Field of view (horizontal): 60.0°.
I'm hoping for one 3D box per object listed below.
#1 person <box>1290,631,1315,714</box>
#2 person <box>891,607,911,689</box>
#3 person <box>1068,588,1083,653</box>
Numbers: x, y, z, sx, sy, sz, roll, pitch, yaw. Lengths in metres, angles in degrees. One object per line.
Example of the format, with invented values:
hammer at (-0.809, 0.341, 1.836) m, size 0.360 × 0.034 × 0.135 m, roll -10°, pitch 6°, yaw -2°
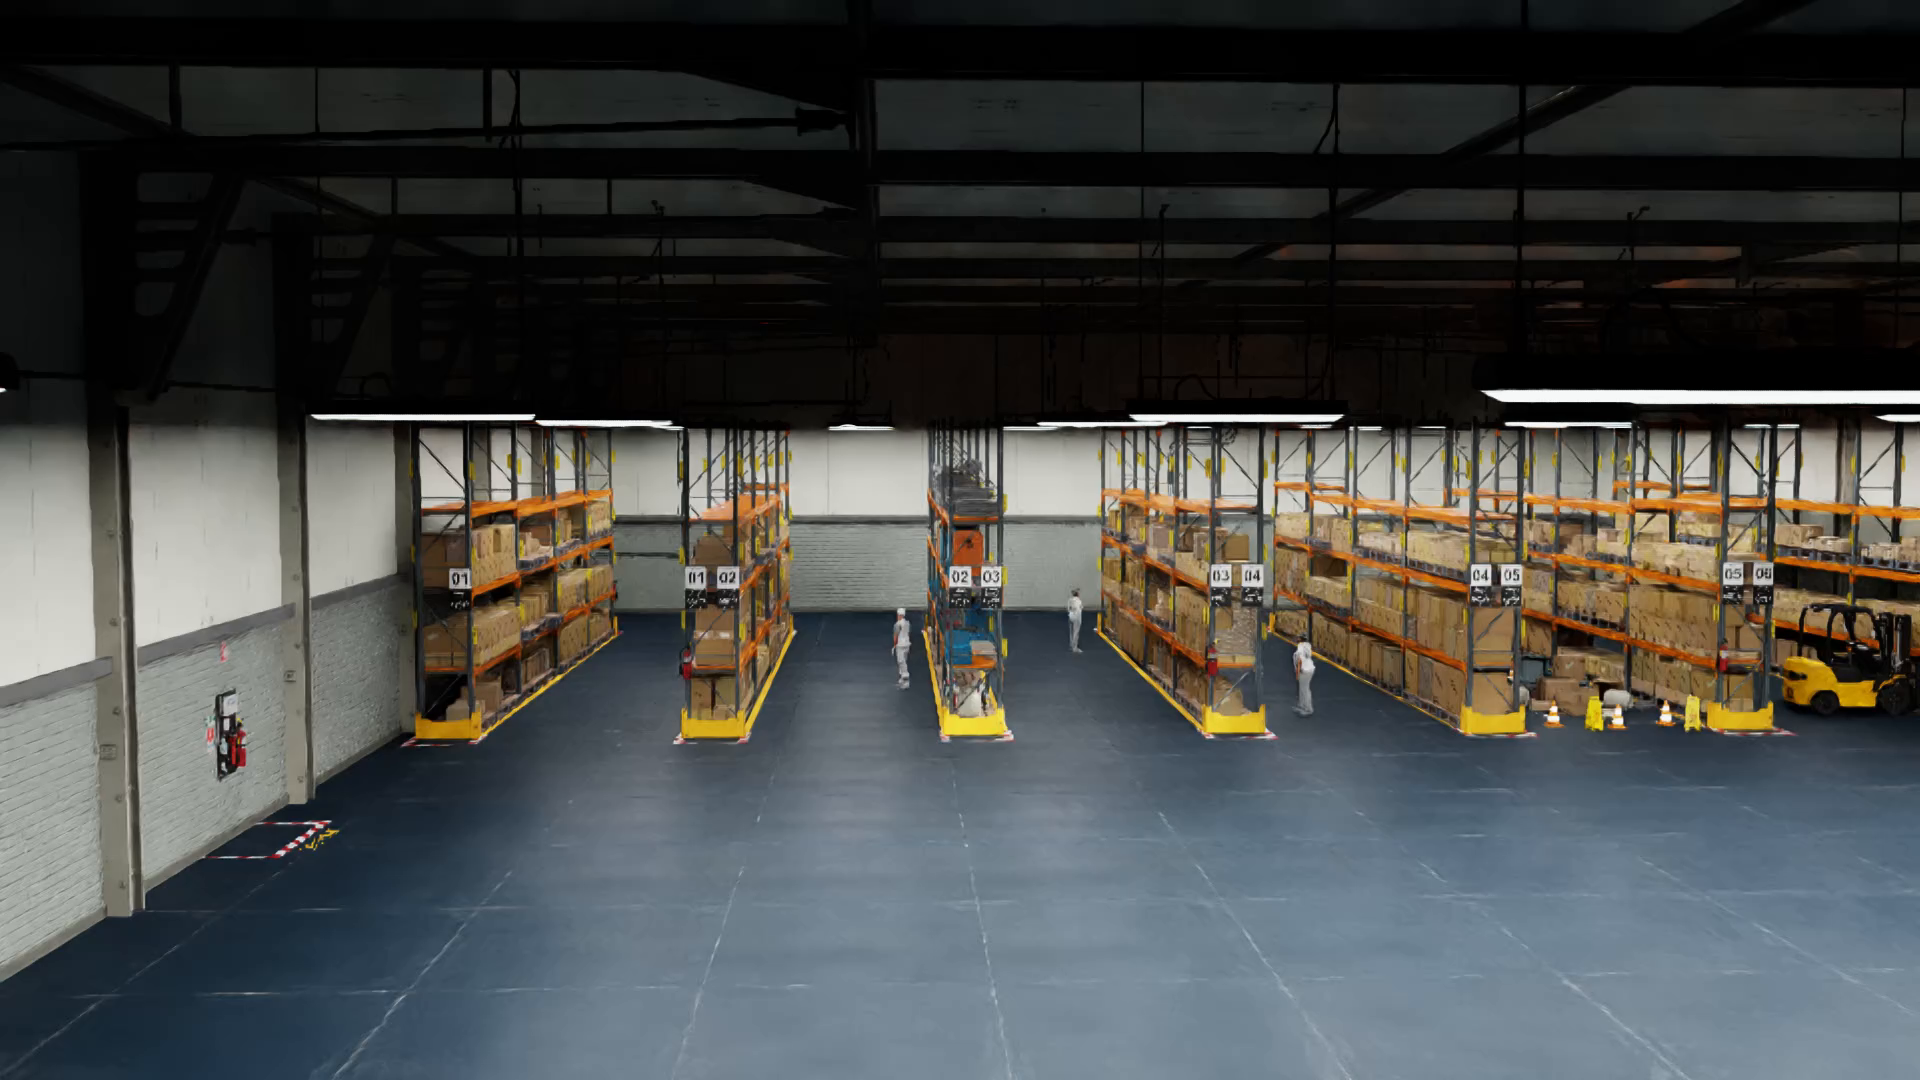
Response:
person at (6.951, 2.677, 33.801) m, size 0.554 × 1.659 × 0.598 m, roll 2°, pitch 4°, yaw 30°
person at (-1.332, 2.394, 37.120) m, size 0.569 × 1.786 × 0.653 m, roll 2°, pitch 4°, yaw 26°
person at (3.012, 2.072, 42.969) m, size 0.408 × 1.680 × 0.538 m, roll -2°, pitch 4°, yaw -33°
